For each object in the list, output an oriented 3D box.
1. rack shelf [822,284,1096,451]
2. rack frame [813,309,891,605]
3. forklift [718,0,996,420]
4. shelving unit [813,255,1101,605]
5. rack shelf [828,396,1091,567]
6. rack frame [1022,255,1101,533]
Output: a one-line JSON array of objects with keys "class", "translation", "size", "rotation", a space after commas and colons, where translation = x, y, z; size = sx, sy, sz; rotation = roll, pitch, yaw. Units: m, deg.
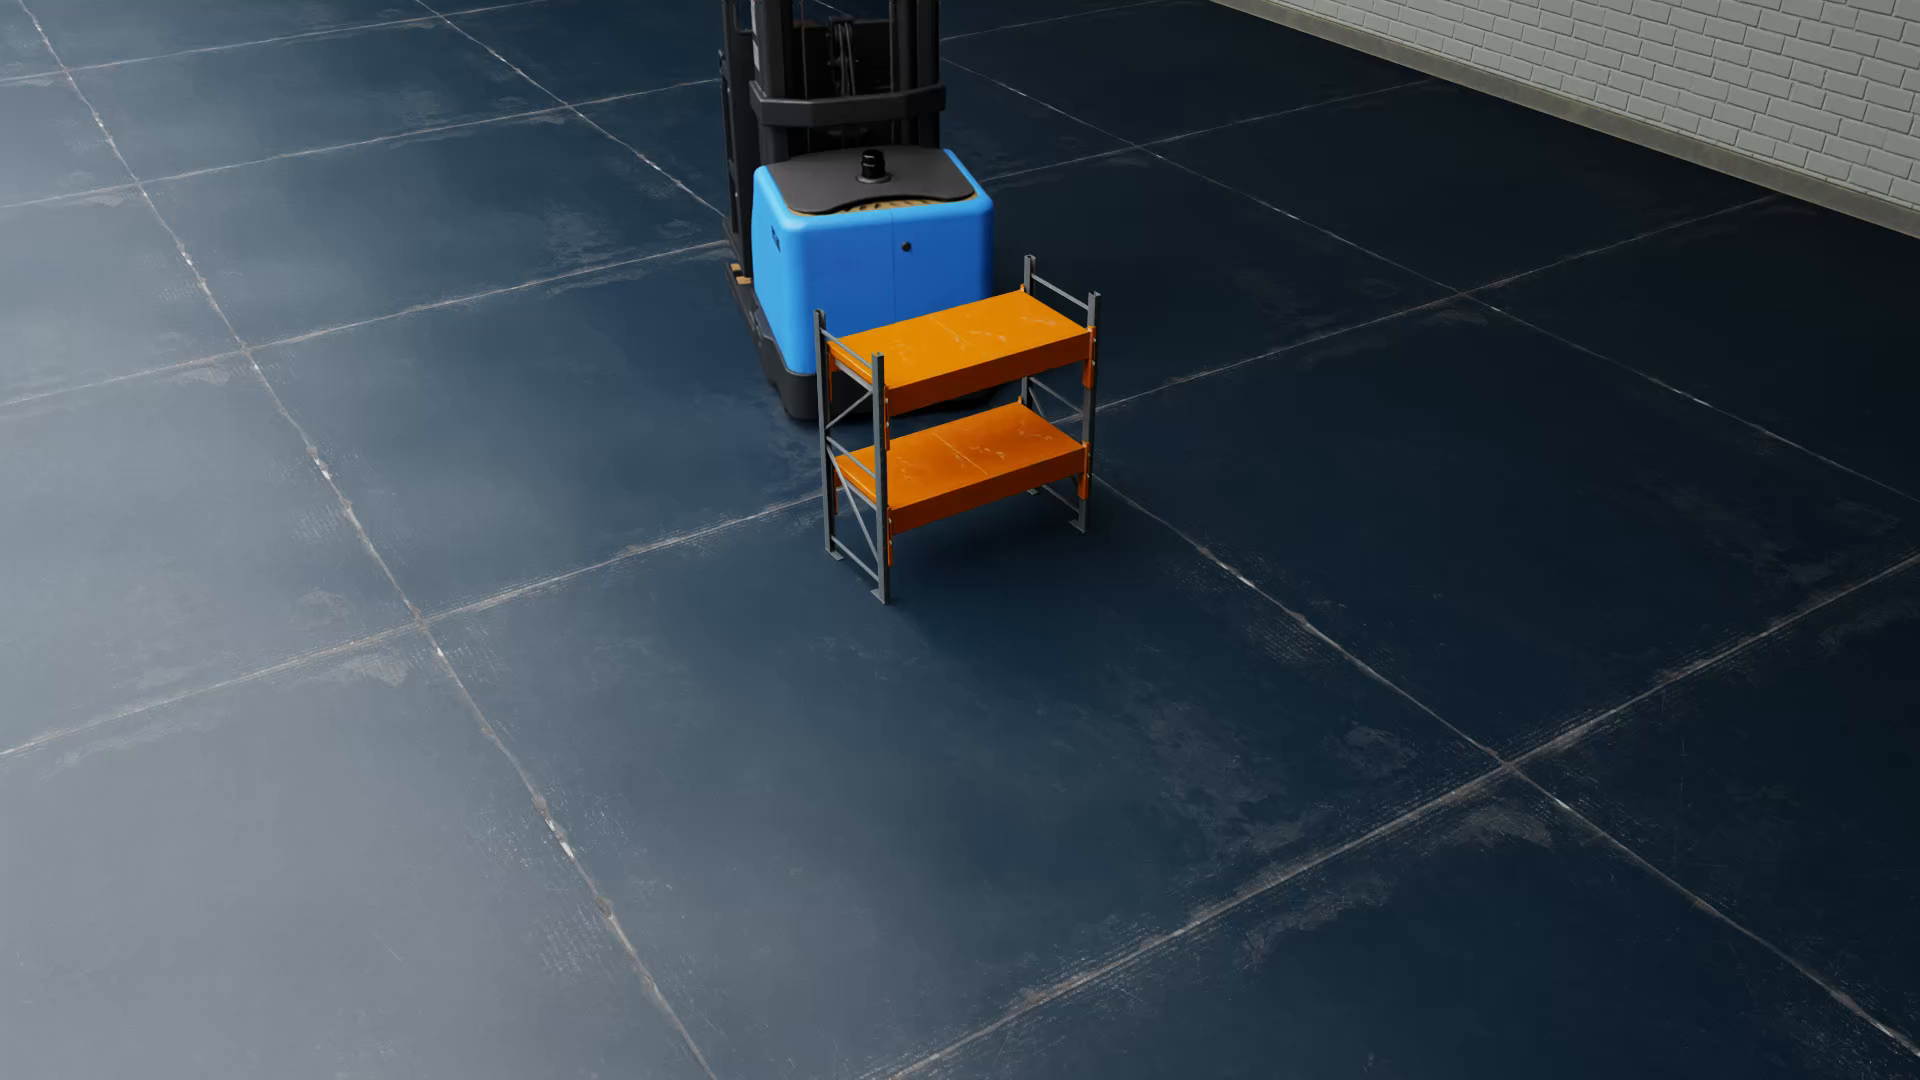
[{"class": "rack shelf", "translation": [-0.006, -0.721, 6.791], "size": [1.000, 0.278, 0.538], "rotation": [-19, 37, -27]}, {"class": "rack frame", "translation": [-0.433, -0.327, 6.714], "size": [0.032, 1.125, 0.500], "rotation": [-19, 37, -27]}, {"class": "forklift", "translation": [-0.710, -2.600, 8.625], "size": [1.130, 2.935, 3.031], "rotation": [-8, 33, -13]}, {"class": "shelving unit", "translation": [-0.006, -0.474, 6.947], "size": [1.048, 1.125, 0.538], "rotation": [-19, 37, -27]}, {"class": "rack shelf", "translation": [-0.006, -0.267, 7.077], "size": [1.000, 0.278, 0.538], "rotation": [-19, 37, -27]}, {"class": "rack frame", "translation": [0.422, -0.621, 7.180], "size": [0.032, 1.125, 0.500], "rotation": [-19, 37, -27]}]
